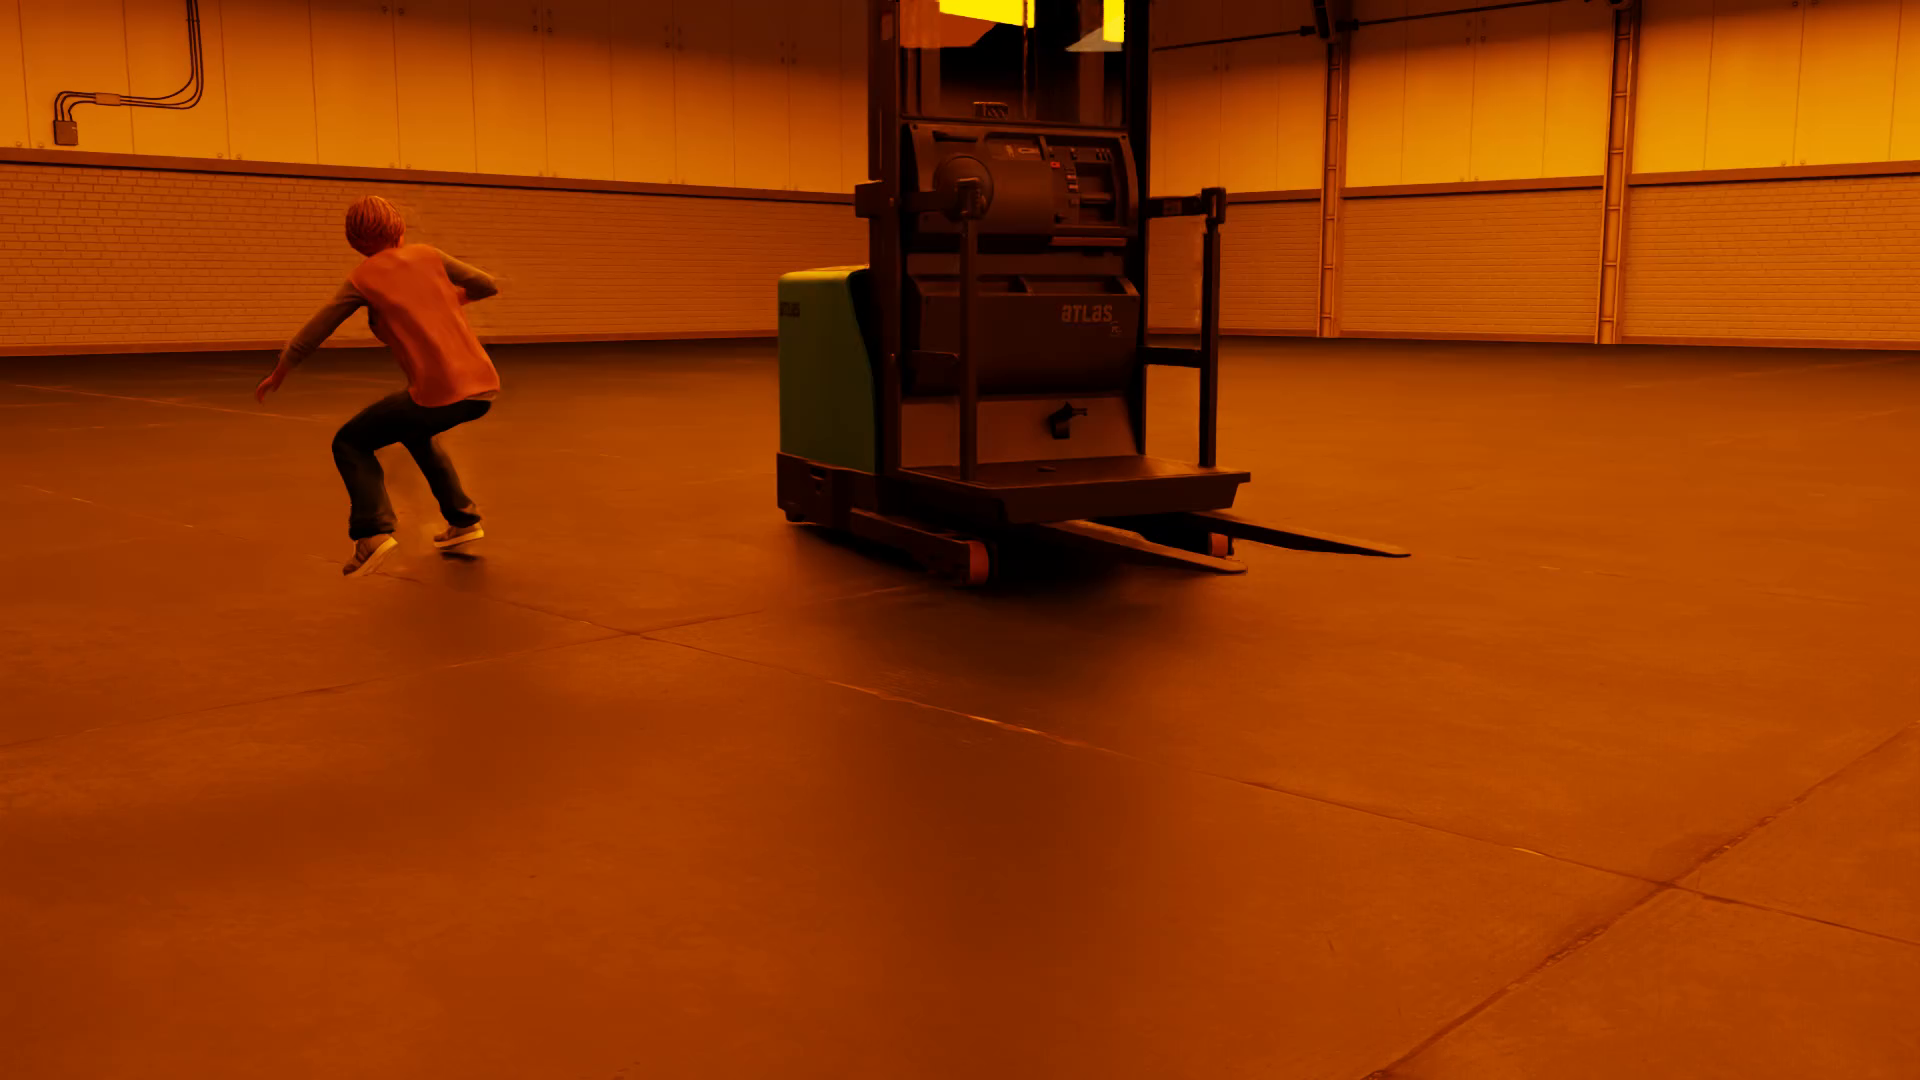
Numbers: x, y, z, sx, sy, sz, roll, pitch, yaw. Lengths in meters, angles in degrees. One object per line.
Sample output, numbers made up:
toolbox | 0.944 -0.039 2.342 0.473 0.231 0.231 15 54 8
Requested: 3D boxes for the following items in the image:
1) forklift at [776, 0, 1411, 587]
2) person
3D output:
forklift | 0.343 -1.363 5.928 1.130 2.935 3.031 -4 10 -27
person | -2.056 -0.566 6.078 0.811 1.350 0.686 6 10 33
